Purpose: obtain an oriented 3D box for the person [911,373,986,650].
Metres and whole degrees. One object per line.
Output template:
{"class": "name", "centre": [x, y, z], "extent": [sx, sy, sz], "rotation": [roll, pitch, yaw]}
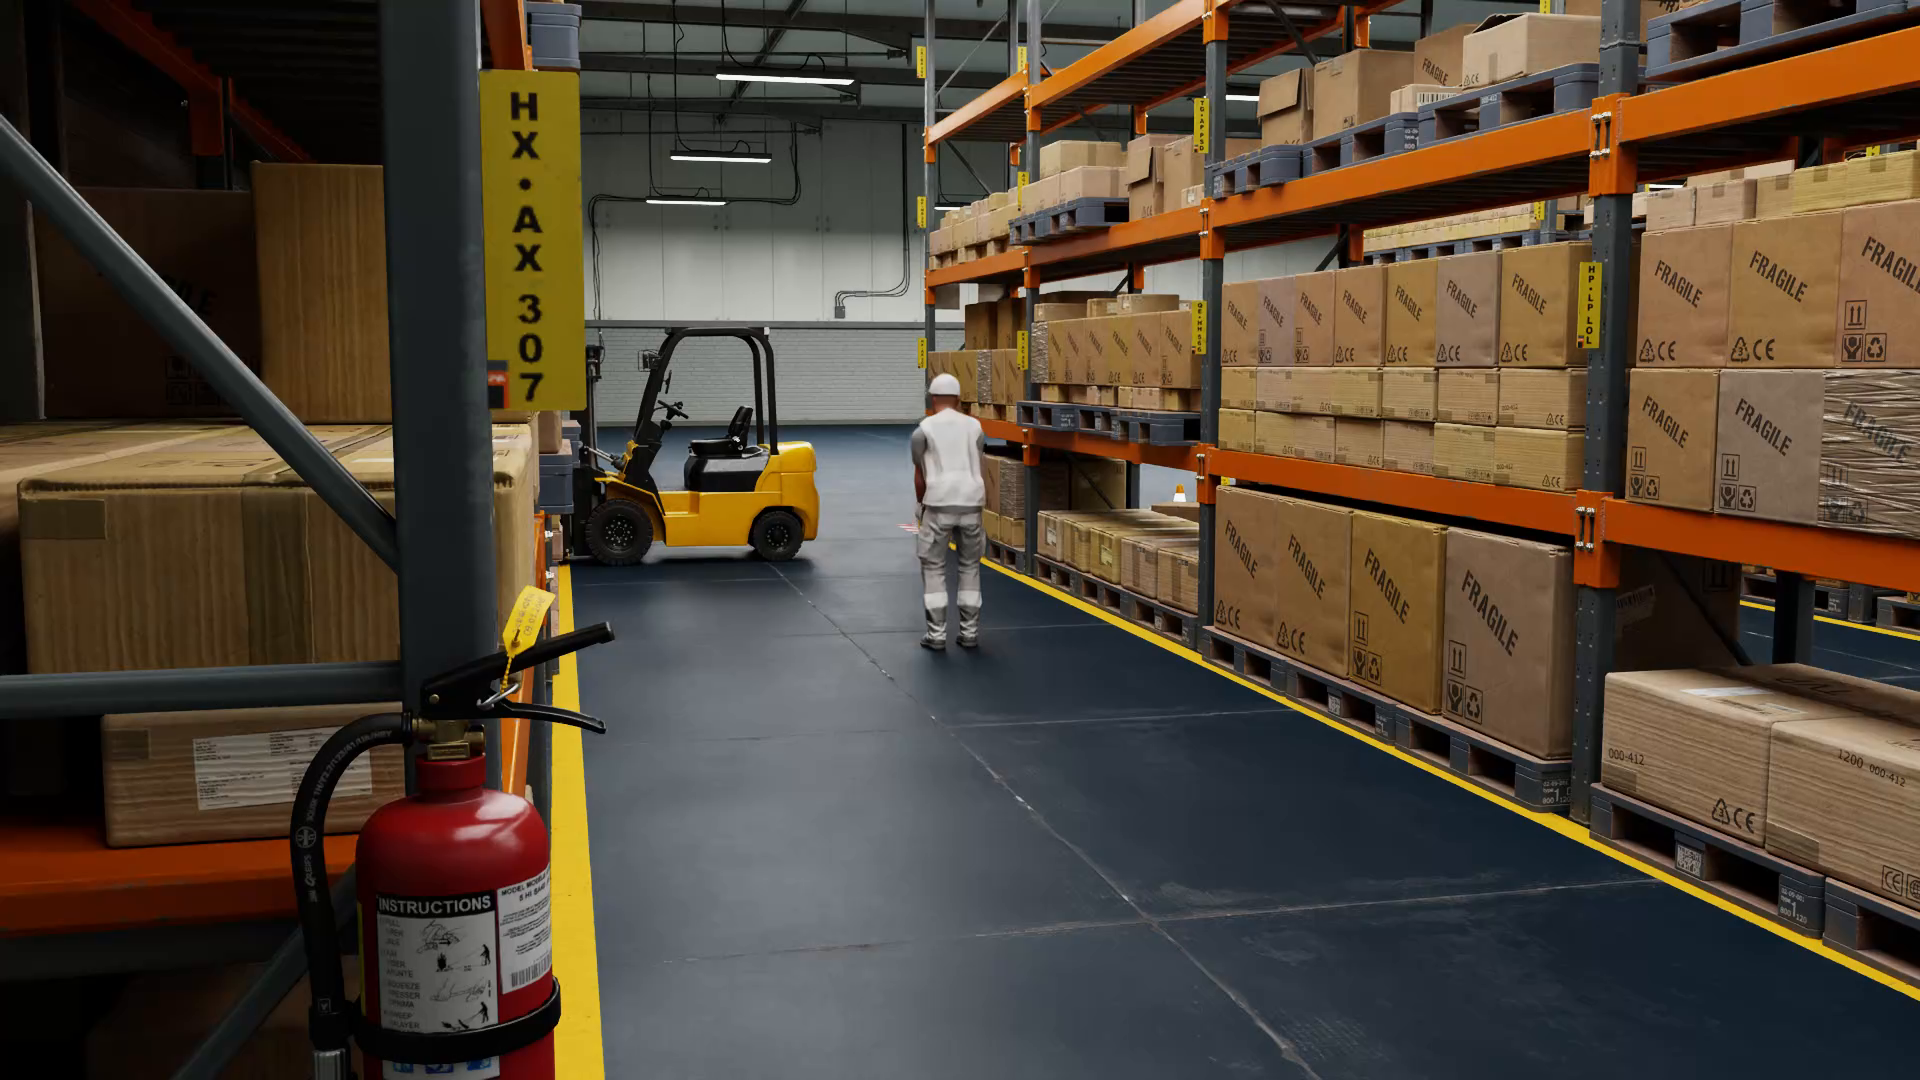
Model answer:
{"class": "person", "centre": [-0.082, -0.194, 10.739], "extent": [0.491, 1.760, 0.583], "rotation": [-2, 6, -15]}
